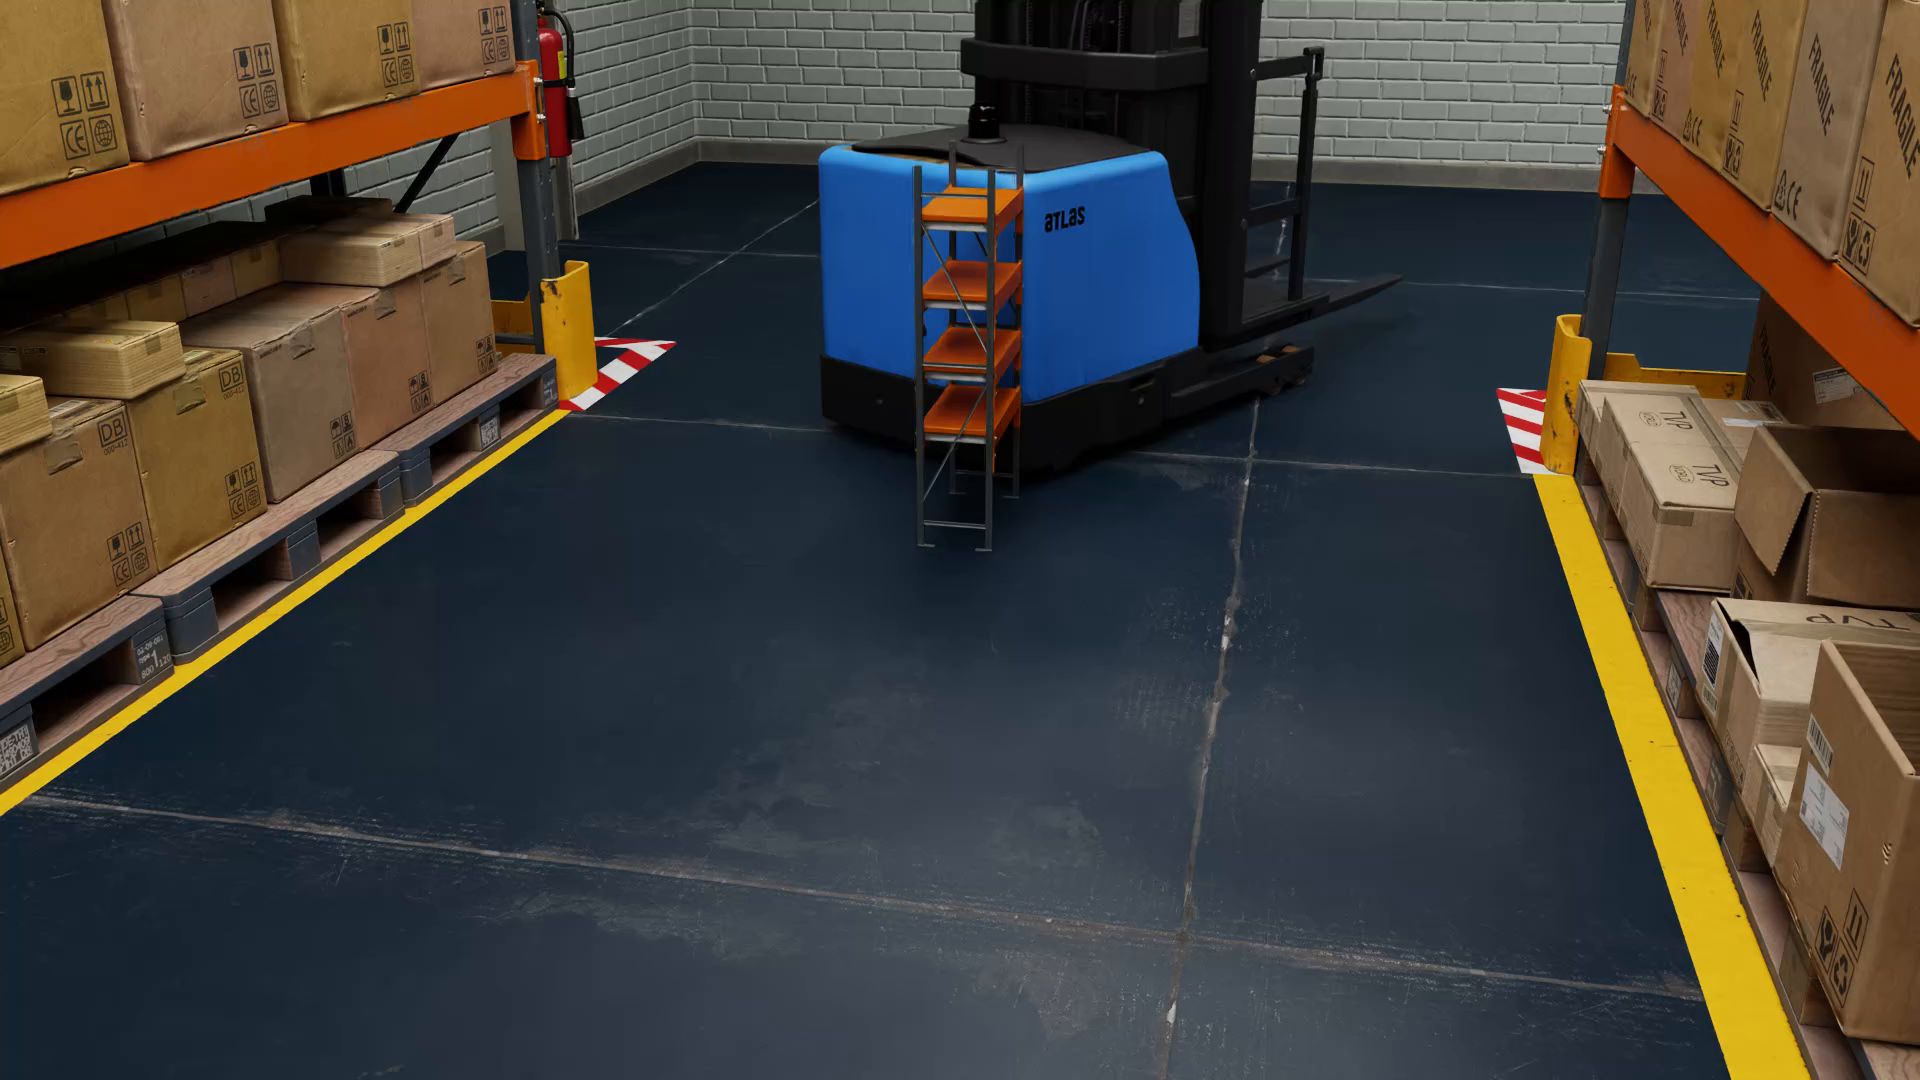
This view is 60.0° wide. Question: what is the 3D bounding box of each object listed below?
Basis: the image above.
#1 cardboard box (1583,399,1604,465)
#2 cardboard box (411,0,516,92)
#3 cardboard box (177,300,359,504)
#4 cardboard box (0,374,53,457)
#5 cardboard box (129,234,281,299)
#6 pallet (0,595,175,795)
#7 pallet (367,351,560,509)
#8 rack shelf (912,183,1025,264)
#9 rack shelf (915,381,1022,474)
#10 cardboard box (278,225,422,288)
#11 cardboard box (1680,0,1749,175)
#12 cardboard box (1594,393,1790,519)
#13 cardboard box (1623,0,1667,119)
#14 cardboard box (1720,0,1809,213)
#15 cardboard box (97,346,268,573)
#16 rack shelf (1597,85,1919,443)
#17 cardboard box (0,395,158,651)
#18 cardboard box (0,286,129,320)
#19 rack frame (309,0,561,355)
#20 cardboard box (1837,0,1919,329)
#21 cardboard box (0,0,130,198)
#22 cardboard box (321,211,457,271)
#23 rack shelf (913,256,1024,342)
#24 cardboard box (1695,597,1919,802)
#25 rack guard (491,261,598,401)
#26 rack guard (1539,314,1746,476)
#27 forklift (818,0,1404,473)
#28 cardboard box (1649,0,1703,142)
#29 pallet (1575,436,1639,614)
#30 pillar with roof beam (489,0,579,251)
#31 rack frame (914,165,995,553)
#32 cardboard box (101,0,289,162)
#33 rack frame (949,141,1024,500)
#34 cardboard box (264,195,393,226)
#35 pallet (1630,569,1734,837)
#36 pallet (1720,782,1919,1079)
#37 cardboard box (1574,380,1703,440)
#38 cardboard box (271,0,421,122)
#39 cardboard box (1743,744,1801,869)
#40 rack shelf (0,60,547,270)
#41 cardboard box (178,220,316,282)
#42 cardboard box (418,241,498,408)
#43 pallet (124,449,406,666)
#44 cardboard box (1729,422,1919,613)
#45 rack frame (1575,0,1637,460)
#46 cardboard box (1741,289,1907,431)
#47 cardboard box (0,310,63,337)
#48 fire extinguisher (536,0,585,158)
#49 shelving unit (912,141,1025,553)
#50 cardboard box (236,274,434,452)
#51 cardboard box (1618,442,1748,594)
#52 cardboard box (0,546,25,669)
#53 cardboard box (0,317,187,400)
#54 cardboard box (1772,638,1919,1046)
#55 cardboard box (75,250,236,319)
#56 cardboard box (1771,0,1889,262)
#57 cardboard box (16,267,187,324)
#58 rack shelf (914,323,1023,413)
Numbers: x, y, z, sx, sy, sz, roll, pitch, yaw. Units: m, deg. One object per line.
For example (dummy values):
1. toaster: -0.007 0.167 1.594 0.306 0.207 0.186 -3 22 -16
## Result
1. cardboard box: 2.251 -0.345 5.398 0.380 0.166 0.250 4 22 11
2. cardboard box: -2.221 -2.002 5.907 0.980 0.700 0.700 5 23 13
3. cardboard box: -2.376 -0.454 5.250 0.700 0.500 0.500 4 22 9
4. cardboard box: -2.441 -0.300 3.999 0.380 0.149 0.250 5 23 13
5. cardboard box: -2.496 -0.906 5.504 0.380 0.149 0.250 5 22 11
6. pallet: -2.711 0.435 3.992 1.003 0.211 1.213 4 22 11
7. pallet: -2.213 -0.458 6.208 1.003 0.211 1.213 4 22 11
8. rack shelf: 0.034 -0.982 5.133 0.258 0.148 0.480 4 22 11
9. rack shelf: 0.034 -0.371 5.379 0.258 0.148 0.480 4 22 11
10. cardboard box: -2.071 -0.968 5.657 0.380 0.149 0.250 5 22 12
11. cardboard box: 2.169 -1.205 4.197 0.500 0.500 0.500 4 22 11
12. cardboard box: 2.233 -0.242 5.031 0.500 0.250 0.500 4 22 11
13. cardboard box: 2.375 -1.578 5.122 0.500 0.500 0.500 5 22 12
14. cardboard box: 2.066 -1.022 3.743 0.500 0.500 0.500 5 22 12
15. cardboard box: -2.477 -0.259 4.765 0.700 0.500 0.500 5 22 12
16. rack shelf: 2.315 -0.608 3.812 1.077 0.370 4.000 4 22 11
17. cardboard box: -2.584 -0.071 4.299 0.700 0.500 0.500 4 22 10
18. cardboard box: -2.651 -0.627 4.810 0.380 0.149 0.250 4 22 10
19. rack frame: -2.127 -2.050 6.428 1.000 3.000 0.127 4 22 11
20. cardboard box: 1.862 -0.648 2.813 0.500 0.500 0.500 5 22 12
21. cardboard box: -2.662 -1.190 3.891 0.980 0.700 0.700 4 22 10
22. cardboard box: -2.019 -1.061 5.889 0.380 0.149 0.250 4 22 10
23. rack shelf: 0.034 -0.762 5.221 0.258 0.148 0.480 4 22 11
24. cardboard box: 1.899 0.328 3.533 0.500 0.311 0.500 4 22 11
25. rack guard: -2.122 -0.899 6.916 1.175 0.500 0.348 4 22 11
26. rack guard: 2.708 -0.486 5.891 1.175 0.500 0.348 4 22 11
27. forklift: 0.833 -2.064 6.554 1.130 2.935 3.031 19 28 38
28. cardboard box: 2.275 -1.389 4.652 0.500 0.500 0.500 4 22 10
29. pallet: 2.546 -0.060 5.221 1.003 0.211 1.213 4 22 11
30. pillar with roof beam: 1.792 -5.558 7.108 9.100 9.000 0.400 4 22 11
31. rack frame: -0.016 -0.528 5.058 0.240 1.200 0.015 4 22 11
32. cardboard box: -2.523 -1.456 4.553 0.980 0.700 0.700 3 22 8
33. rack frame: 0.084 -0.706 5.501 0.240 1.200 0.015 4 22 11
34. cardboard box: -2.342 -1.183 6.192 0.380 0.149 0.250 5 22 11
35. pallet: 2.295 0.384 4.117 1.003 0.211 1.213 4 22 11
36. pallet: 2.048 0.832 3.006 1.003 0.211 1.213 4 22 11
37. cardboard box: 2.302 -0.428 5.629 0.380 0.149 0.250 4 22 11
38. cardboard box: -2.359 -1.735 5.244 0.980 0.700 0.700 4 22 10
39. cardboard box: 1.764 0.536 3.235 0.380 0.149 0.250 4 22 11
40. rack shelf: -2.535 -0.985 4.746 1.077 0.370 4.000 4 22 11
41. cardboard box: -2.444 -0.998 5.732 0.380 0.149 0.250 5 22 11
42. cardboard box: -2.172 -0.821 6.162 0.700 0.500 0.500 4 22 11
43. pallet: -2.464 -0.013 5.103 1.003 0.211 1.213 4 22 11
44. cardboard box: 2.286 0.056 3.952 0.797 0.503 0.637 4 22 11
45. rack frame: 2.723 -1.673 5.493 1.000 3.000 0.127 4 22 11
46. cardboard box: 2.854 -0.500 5.338 0.500 0.500 0.500 4 22 11
47. cardboard box: -2.703 -0.532 4.576 0.380 0.149 0.250 5 22 11
48. fire extinguisher: -1.644 -1.861 6.561 0.296 0.674 0.183 4 22 11
49. shelving unit: 0.034 -0.617 5.280 0.258 1.200 0.503 4 22 11
50. cardboard box: -2.274 -0.638 5.707 0.700 0.500 0.500 4 22 11
51. cardboard box: 2.131 -0.059 4.577 0.500 0.250 0.500 4 22 11
52. cardboard box: -2.690 0.112 3.844 0.700 0.500 0.500 5 22 12
53. cardboard box: -2.335 -0.491 4.473 0.380 0.149 0.250 4 22 9
54. cardboard box: 1.746 0.515 2.817 0.500 0.500 0.500 4 22 11
55. cardboard box: -2.547 -0.813 5.273 0.380 0.149 0.250 5 22 12
56. cardboard box: 1.964 -0.836 3.280 0.500 0.500 0.500 5 22 12
57. cardboard box: -2.599 -0.719 5.040 0.380 0.149 0.250 5 22 11
58. rack shelf: 0.034 -0.555 5.305 0.258 0.148 0.480 4 22 11
